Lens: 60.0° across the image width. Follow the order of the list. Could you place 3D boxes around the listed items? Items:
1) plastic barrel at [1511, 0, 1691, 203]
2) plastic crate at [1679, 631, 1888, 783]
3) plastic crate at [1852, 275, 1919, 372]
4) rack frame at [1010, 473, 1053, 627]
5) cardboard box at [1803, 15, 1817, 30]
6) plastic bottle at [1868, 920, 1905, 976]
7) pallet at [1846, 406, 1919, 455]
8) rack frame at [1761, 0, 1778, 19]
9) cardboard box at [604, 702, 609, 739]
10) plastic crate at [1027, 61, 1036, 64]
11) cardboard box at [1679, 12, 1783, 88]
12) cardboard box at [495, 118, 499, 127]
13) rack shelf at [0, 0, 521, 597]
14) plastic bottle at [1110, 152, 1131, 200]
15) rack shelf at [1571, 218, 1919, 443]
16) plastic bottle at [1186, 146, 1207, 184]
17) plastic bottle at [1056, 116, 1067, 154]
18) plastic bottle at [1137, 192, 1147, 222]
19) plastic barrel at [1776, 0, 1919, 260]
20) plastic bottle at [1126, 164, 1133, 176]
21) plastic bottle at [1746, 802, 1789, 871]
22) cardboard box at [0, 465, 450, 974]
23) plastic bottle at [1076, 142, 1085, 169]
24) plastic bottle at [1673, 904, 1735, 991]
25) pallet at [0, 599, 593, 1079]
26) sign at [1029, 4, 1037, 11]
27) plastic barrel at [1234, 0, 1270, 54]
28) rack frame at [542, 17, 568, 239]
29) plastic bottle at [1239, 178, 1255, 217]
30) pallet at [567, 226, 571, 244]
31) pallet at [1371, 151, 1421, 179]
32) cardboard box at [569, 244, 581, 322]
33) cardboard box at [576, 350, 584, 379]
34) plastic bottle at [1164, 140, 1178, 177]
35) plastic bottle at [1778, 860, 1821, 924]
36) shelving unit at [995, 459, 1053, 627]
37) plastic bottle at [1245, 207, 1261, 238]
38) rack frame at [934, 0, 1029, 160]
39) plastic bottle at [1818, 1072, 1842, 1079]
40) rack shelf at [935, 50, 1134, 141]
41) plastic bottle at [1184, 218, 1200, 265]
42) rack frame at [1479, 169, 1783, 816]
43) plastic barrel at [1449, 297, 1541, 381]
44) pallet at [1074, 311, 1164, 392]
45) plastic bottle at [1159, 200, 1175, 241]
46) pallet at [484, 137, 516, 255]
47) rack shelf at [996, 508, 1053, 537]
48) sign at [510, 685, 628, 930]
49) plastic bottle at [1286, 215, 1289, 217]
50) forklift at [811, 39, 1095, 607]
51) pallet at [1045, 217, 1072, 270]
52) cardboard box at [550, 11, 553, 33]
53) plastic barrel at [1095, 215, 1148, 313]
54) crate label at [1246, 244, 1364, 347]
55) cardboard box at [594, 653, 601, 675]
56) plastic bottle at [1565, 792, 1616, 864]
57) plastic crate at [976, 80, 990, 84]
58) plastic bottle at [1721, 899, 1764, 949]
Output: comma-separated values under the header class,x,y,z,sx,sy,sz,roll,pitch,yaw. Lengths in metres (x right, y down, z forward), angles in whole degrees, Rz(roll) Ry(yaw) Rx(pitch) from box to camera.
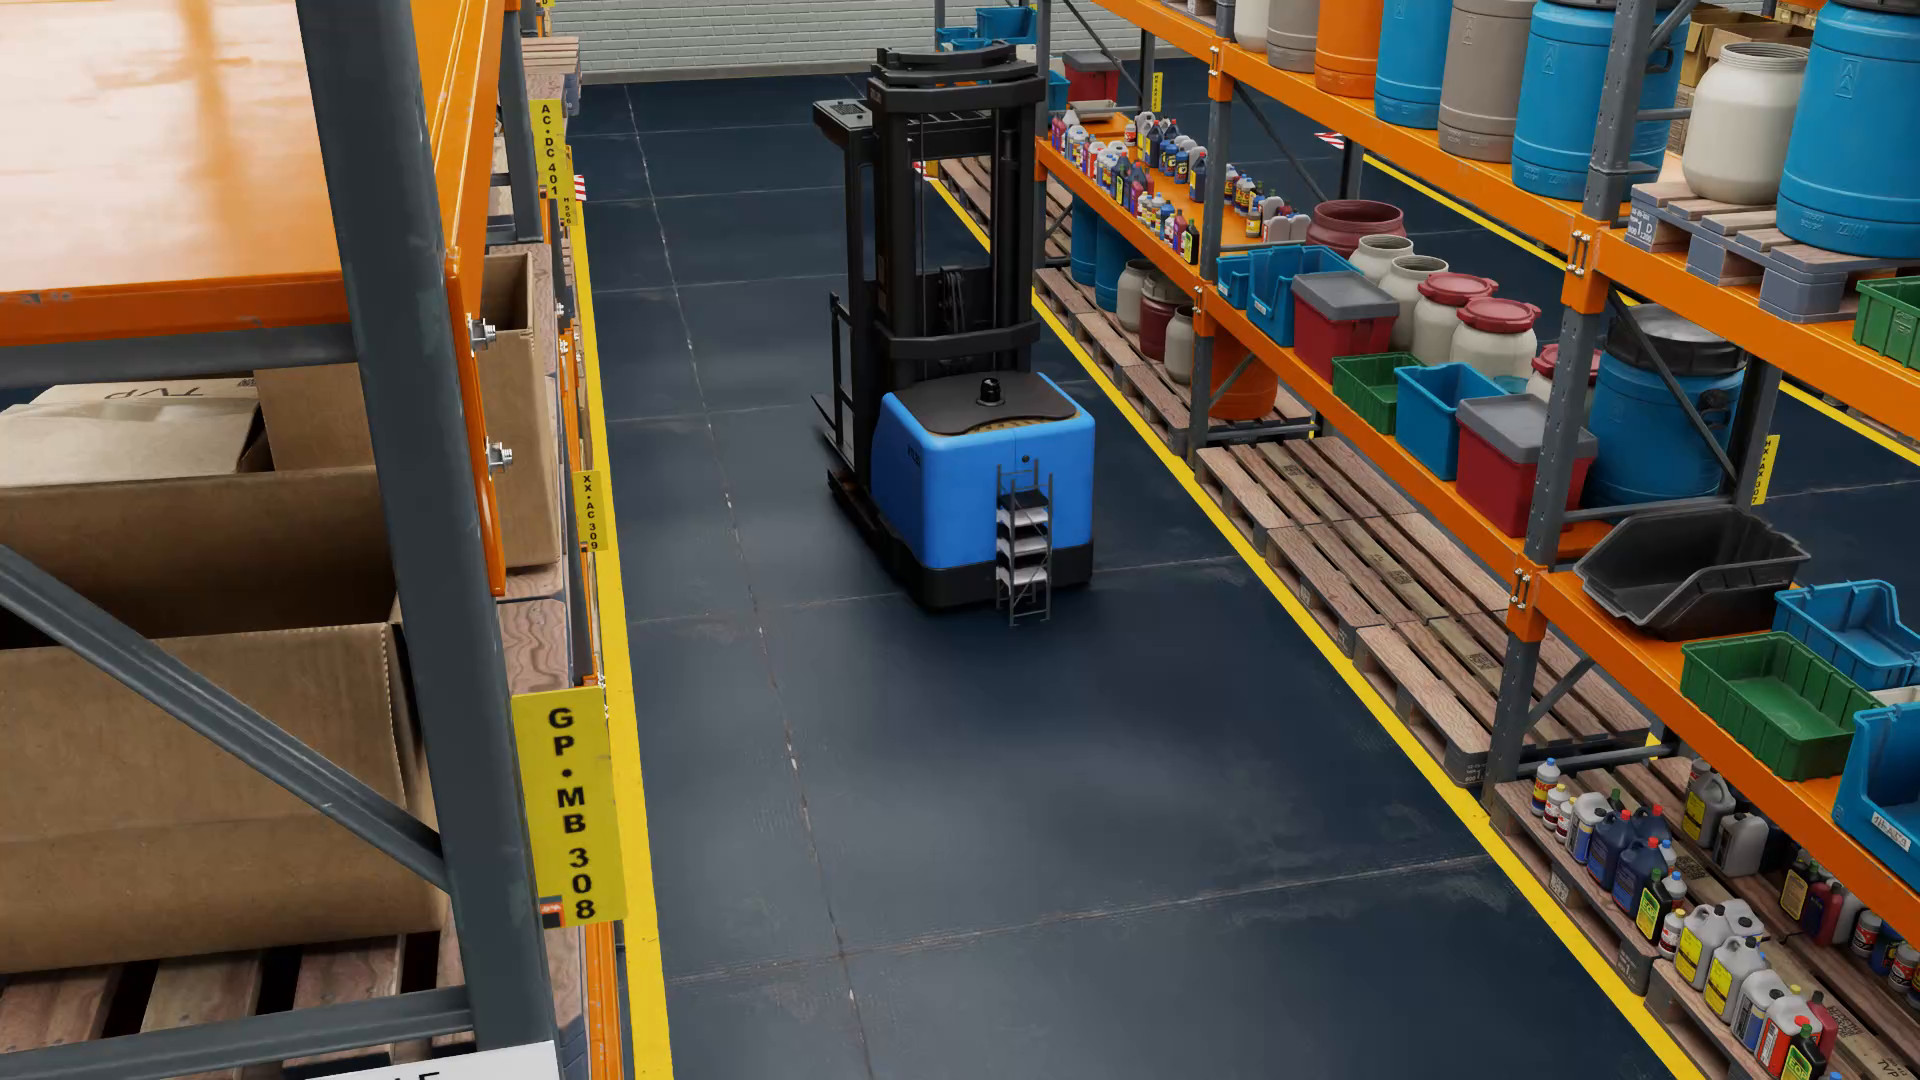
class,x,y,z,sx,sy,sz,roll,pitch,yaw
plastic barrel,2.610,-1.890,6.781,0.600,0.901,0.708,-6,27,-12
plastic crate,2.967,0.593,5.981,0.450,0.188,0.662,-6,27,-12
plastic crate,3.027,-0.650,5.116,0.336,0.188,0.450,-6,27,-12
rack frame,0.389,0.061,9.127,0.240,0.900,0.006,-9,28,-18
cardboard box,9.773,-5.838,18.766,0.380,0.149,0.250,-7,28,-13
plastic bottle,3.587,1.541,6.409,0.097,0.271,0.097,0,27,0
pallet,7.035,-0.797,11.595,1.003,0.211,1.213,-6,27,-12
rack frame,9.913,-6.356,19.515,1.000,3.000,0.127,-6,27,-12
cardboard box,-1.854,0.988,7.548,0.500,0.250,0.500,-5,27,-10
plastic crate,0.815,-4.587,16.235,0.298,0.136,0.250,-6,27,-12
cardboard box,6.255,-4.052,13.724,0.797,0.503,0.637,-6,27,-11
cardboard box,-2.262,-1.930,7.116,0.500,0.250,0.500,-8,28,-16
rack shelf,-1.440,-0.925,3.339,1.077,0.370,4.000,-6,27,-12
plastic bottle,1.204,-2.710,12.345,0.144,0.351,0.185,-6,27,-12
rack shelf,3.387,-0.266,4.918,1.077,0.370,4.000,-6,27,-12
plastic bottle,1.816,-2.900,12.804,0.152,0.276,0.135,-6,27,-12
plastic bottle,0.831,-3.323,13.635,0.061,0.283,0.133,-6,27,-12
plastic bottle,1.314,-2.381,11.858,0.097,0.201,0.097,0,27,0
plastic barrel,3.056,-1.429,5.400,0.600,0.901,0.708,-6,27,-12
plastic bottle,1.258,-2.612,12.225,0.061,0.283,0.133,-6,27,-12
plastic bottle,3.406,1.198,7.000,0.144,0.351,0.185,-7,28,-14
cardboard box,-1.114,0.243,2.374,0.797,0.503,0.637,-4,27,-8
plastic bottle,0.971,-3.051,13.185,0.097,0.201,0.097,0,27,0
plastic bottle,2.852,1.526,6.349,0.144,0.351,0.185,-6,27,-12
pallet,-1.123,0.519,2.663,1.003,0.211,1.213,-6,27,-12
sign,0.764,-5.530,17.696,0.100,0.325,0.005,-6,27,-12
plastic barrel,1.807,-3.104,9.617,0.421,0.512,0.421,0,27,0
rack frame,-3.693,-3.137,13.136,1.000,3.000,0.127,-6,27,-12
plastic bottle,2.067,-2.464,11.946,0.097,0.271,0.097,0,27,0
pallet,-4.125,-2.730,15.425,1.003,0.211,1.213,-6,27,-12
pallet,5.314,-4.309,18.553,1.003,0.211,1.213,-6,27,-12
cardboard box,-3.303,-2.030,13.228,0.500,0.500,0.500,-6,27,-12
cardboard box,-2.739,-0.919,11.028,0.500,0.500,0.500,-7,28,-13
plastic bottle,1.646,-2.979,12.966,0.097,0.271,0.097,0,27,0
plastic bottle,3.384,1.391,6.691,0.061,0.283,0.133,-6,27,-12
shelving unit,0.354,0.019,9.212,0.258,0.900,0.210,-9,28,-18
plastic bottle,2.031,-2.199,11.497,0.097,0.201,0.097,0,27,0
rack frame,0.232,-5.394,17.608,1.000,3.000,0.127,-6,27,-12
plastic bottle,2.997,1.921,5.732,0.097,0.201,0.097,0,27,0
rack shelf,0.683,-4.195,16.031,1.077,0.370,4.000,-6,27,-12
plastic bottle,1.528,-1.964,10.942,0.061,0.283,0.133,-6,27,-12
rack frame,2.936,-0.126,7.171,1.000,3.000,0.127,-6,27,-12
plastic barrel,2.769,-0.951,8.655,0.433,0.535,0.433,0,27,0
pallet,1.545,-1.514,13.015,1.003,0.211,1.213,-6,27,-12
plastic bottle,1.424,-2.198,11.419,0.097,0.271,0.097,0,27,0
pallet,-2.102,-1.264,6.309,0.805,0.209,1.217,-7,28,-14
rack shelf,0.353,-0.113,9.147,0.258,0.077,0.200,-9,28,-18
sign,-0.447,0.313,1.914,0.100,0.325,0.005,-6,27,-12
plastic bottle,2.231,-2.113,11.327,0.097,0.201,0.097,0,27,0
forklift,-0.217,-1.573,10.113,1.130,2.935,3.031,-9,28,-18
pallet,0.930,-2.712,15.389,1.003,0.211,1.213,-6,27,-12
cardboard box,-3.990,-4.767,15.146,0.500,0.500,0.500,-5,27,-10
plastic barrel,1.399,-2.337,13.415,0.600,0.901,0.708,-6,27,-12
crate label,1.995,-1.434,9.723,0.502,0.435,0.616,-6,27,-12
cardboard box,-1.848,0.738,7.422,0.500,0.311,0.500,-6,27,-12
plastic bottle,2.681,1.217,7.044,0.152,0.276,0.135,-5,27,-10
plastic crate,0.331,-4.495,15.945,0.416,0.233,0.300,-6,27,-12
plastic bottle,2.991,1.533,6.418,0.152,0.276,0.135,-6,27,-12
